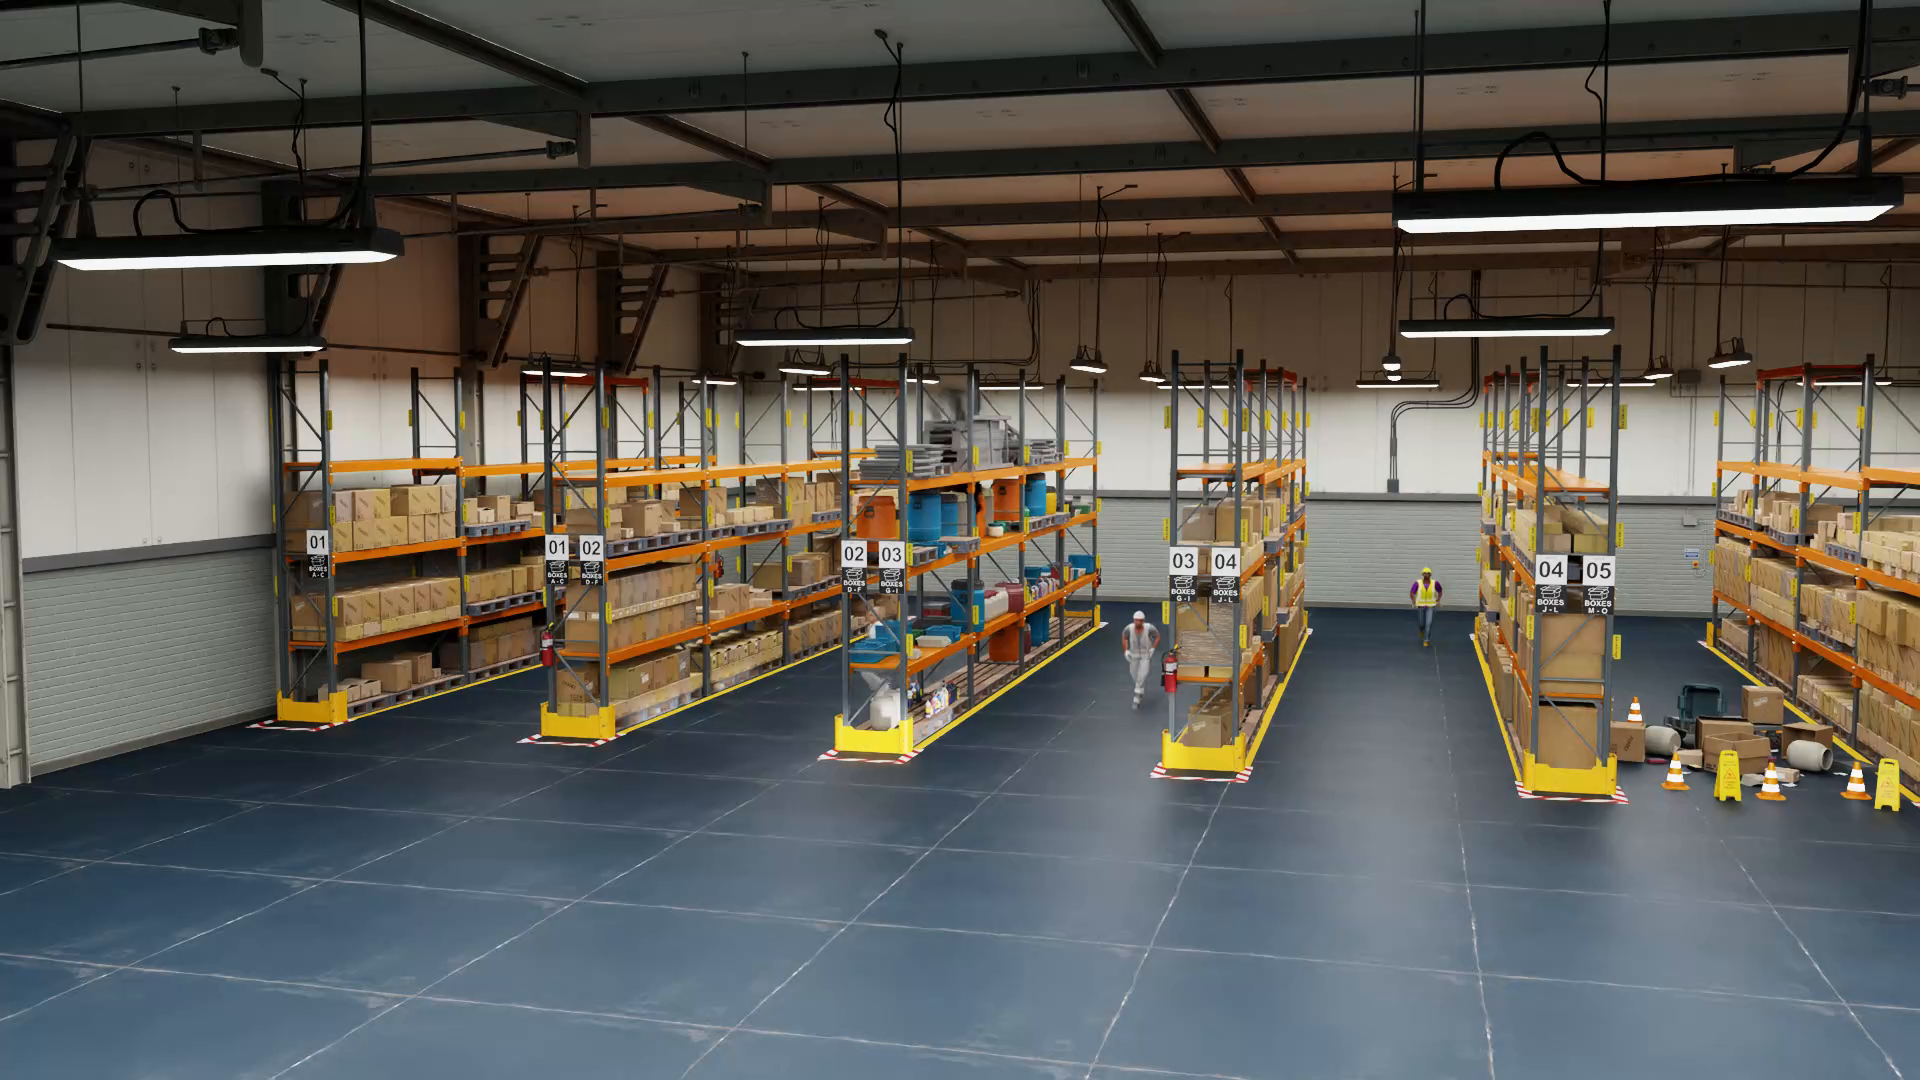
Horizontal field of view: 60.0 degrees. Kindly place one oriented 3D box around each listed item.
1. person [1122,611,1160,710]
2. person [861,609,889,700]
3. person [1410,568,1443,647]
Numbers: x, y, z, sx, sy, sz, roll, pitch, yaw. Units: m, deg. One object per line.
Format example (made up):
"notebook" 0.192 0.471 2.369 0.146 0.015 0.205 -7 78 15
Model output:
"person" 3.174 2.073 29.138 0.666 1.727 0.974 1 4 9
"person" -1.476 2.052 29.423 0.662 1.688 0.803 -2 5 -25
"person" 10.369 1.481 36.989 0.704 1.749 0.828 1 4 16
